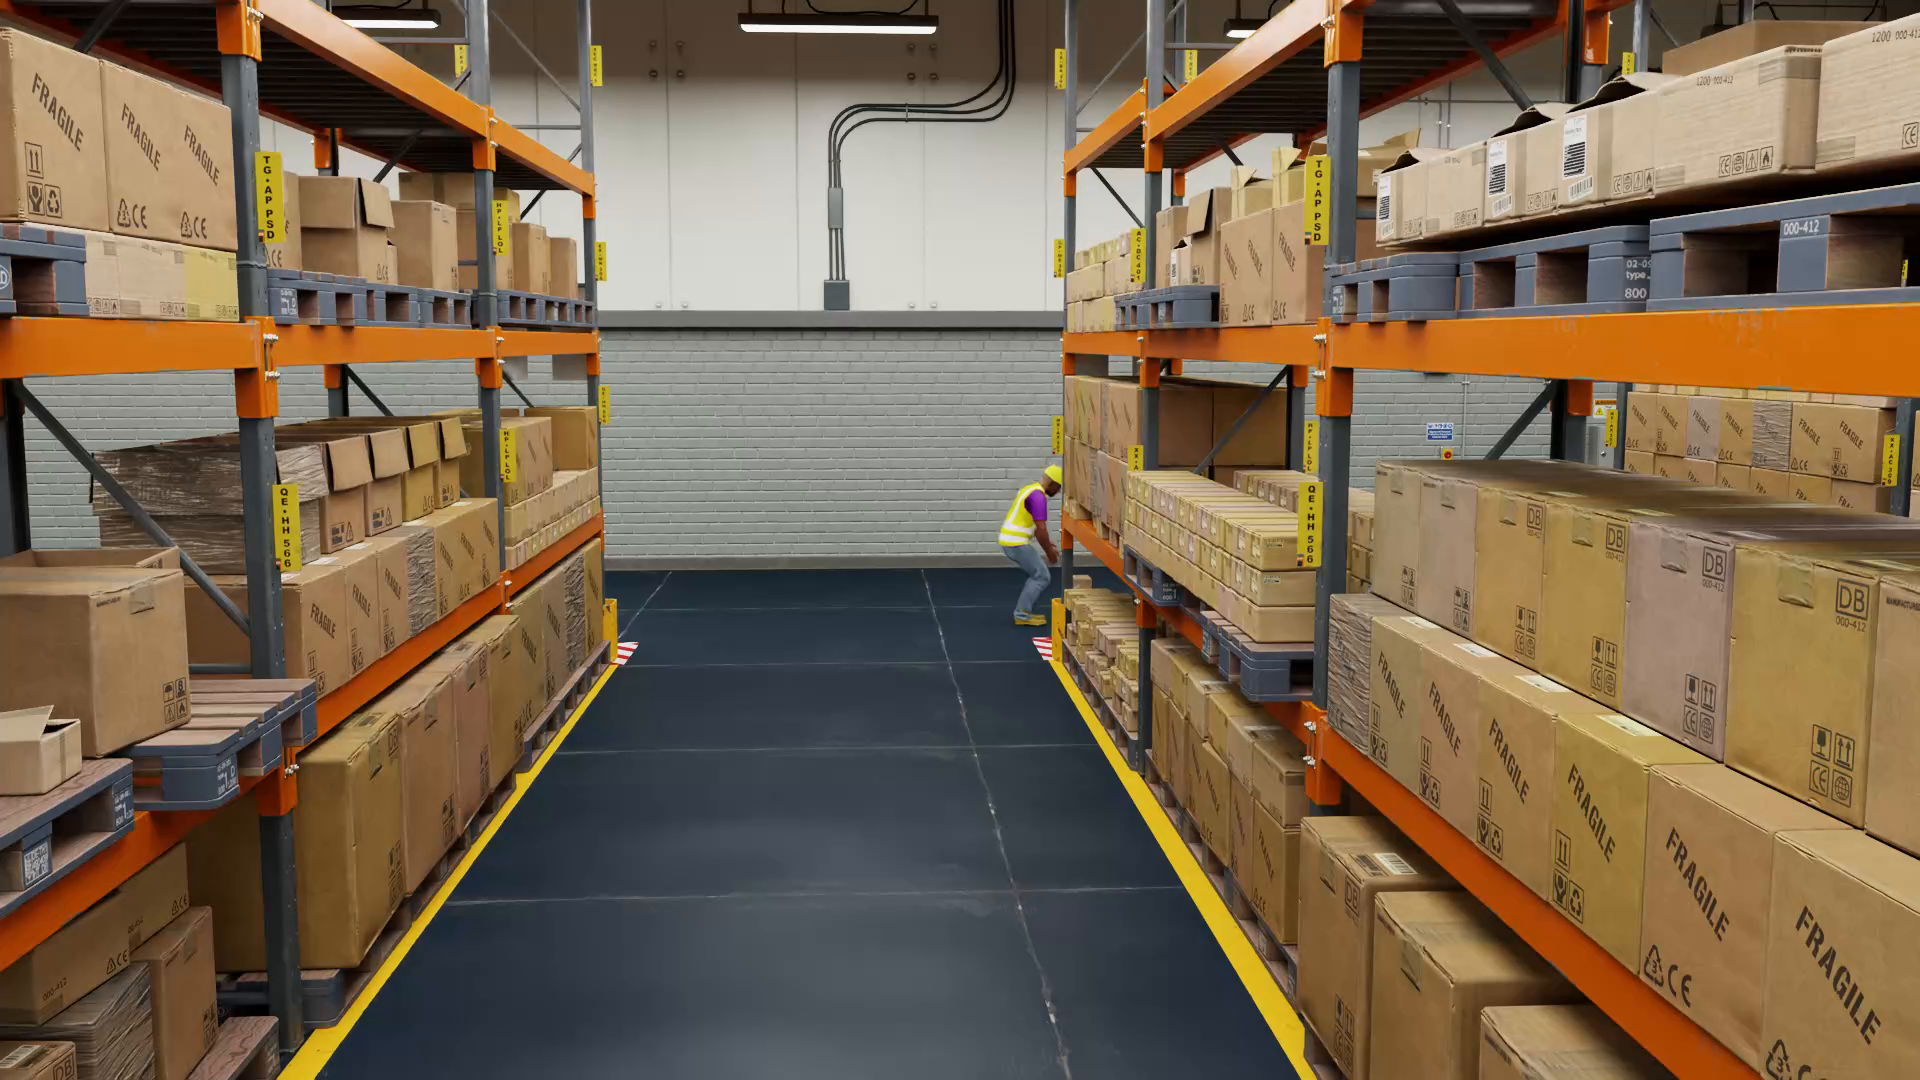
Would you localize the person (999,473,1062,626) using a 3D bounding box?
[{"bbox_3d":[0.698,0.060,16.226,0.632,1.511,0.625,0,7,-3],"label":"person"}]
